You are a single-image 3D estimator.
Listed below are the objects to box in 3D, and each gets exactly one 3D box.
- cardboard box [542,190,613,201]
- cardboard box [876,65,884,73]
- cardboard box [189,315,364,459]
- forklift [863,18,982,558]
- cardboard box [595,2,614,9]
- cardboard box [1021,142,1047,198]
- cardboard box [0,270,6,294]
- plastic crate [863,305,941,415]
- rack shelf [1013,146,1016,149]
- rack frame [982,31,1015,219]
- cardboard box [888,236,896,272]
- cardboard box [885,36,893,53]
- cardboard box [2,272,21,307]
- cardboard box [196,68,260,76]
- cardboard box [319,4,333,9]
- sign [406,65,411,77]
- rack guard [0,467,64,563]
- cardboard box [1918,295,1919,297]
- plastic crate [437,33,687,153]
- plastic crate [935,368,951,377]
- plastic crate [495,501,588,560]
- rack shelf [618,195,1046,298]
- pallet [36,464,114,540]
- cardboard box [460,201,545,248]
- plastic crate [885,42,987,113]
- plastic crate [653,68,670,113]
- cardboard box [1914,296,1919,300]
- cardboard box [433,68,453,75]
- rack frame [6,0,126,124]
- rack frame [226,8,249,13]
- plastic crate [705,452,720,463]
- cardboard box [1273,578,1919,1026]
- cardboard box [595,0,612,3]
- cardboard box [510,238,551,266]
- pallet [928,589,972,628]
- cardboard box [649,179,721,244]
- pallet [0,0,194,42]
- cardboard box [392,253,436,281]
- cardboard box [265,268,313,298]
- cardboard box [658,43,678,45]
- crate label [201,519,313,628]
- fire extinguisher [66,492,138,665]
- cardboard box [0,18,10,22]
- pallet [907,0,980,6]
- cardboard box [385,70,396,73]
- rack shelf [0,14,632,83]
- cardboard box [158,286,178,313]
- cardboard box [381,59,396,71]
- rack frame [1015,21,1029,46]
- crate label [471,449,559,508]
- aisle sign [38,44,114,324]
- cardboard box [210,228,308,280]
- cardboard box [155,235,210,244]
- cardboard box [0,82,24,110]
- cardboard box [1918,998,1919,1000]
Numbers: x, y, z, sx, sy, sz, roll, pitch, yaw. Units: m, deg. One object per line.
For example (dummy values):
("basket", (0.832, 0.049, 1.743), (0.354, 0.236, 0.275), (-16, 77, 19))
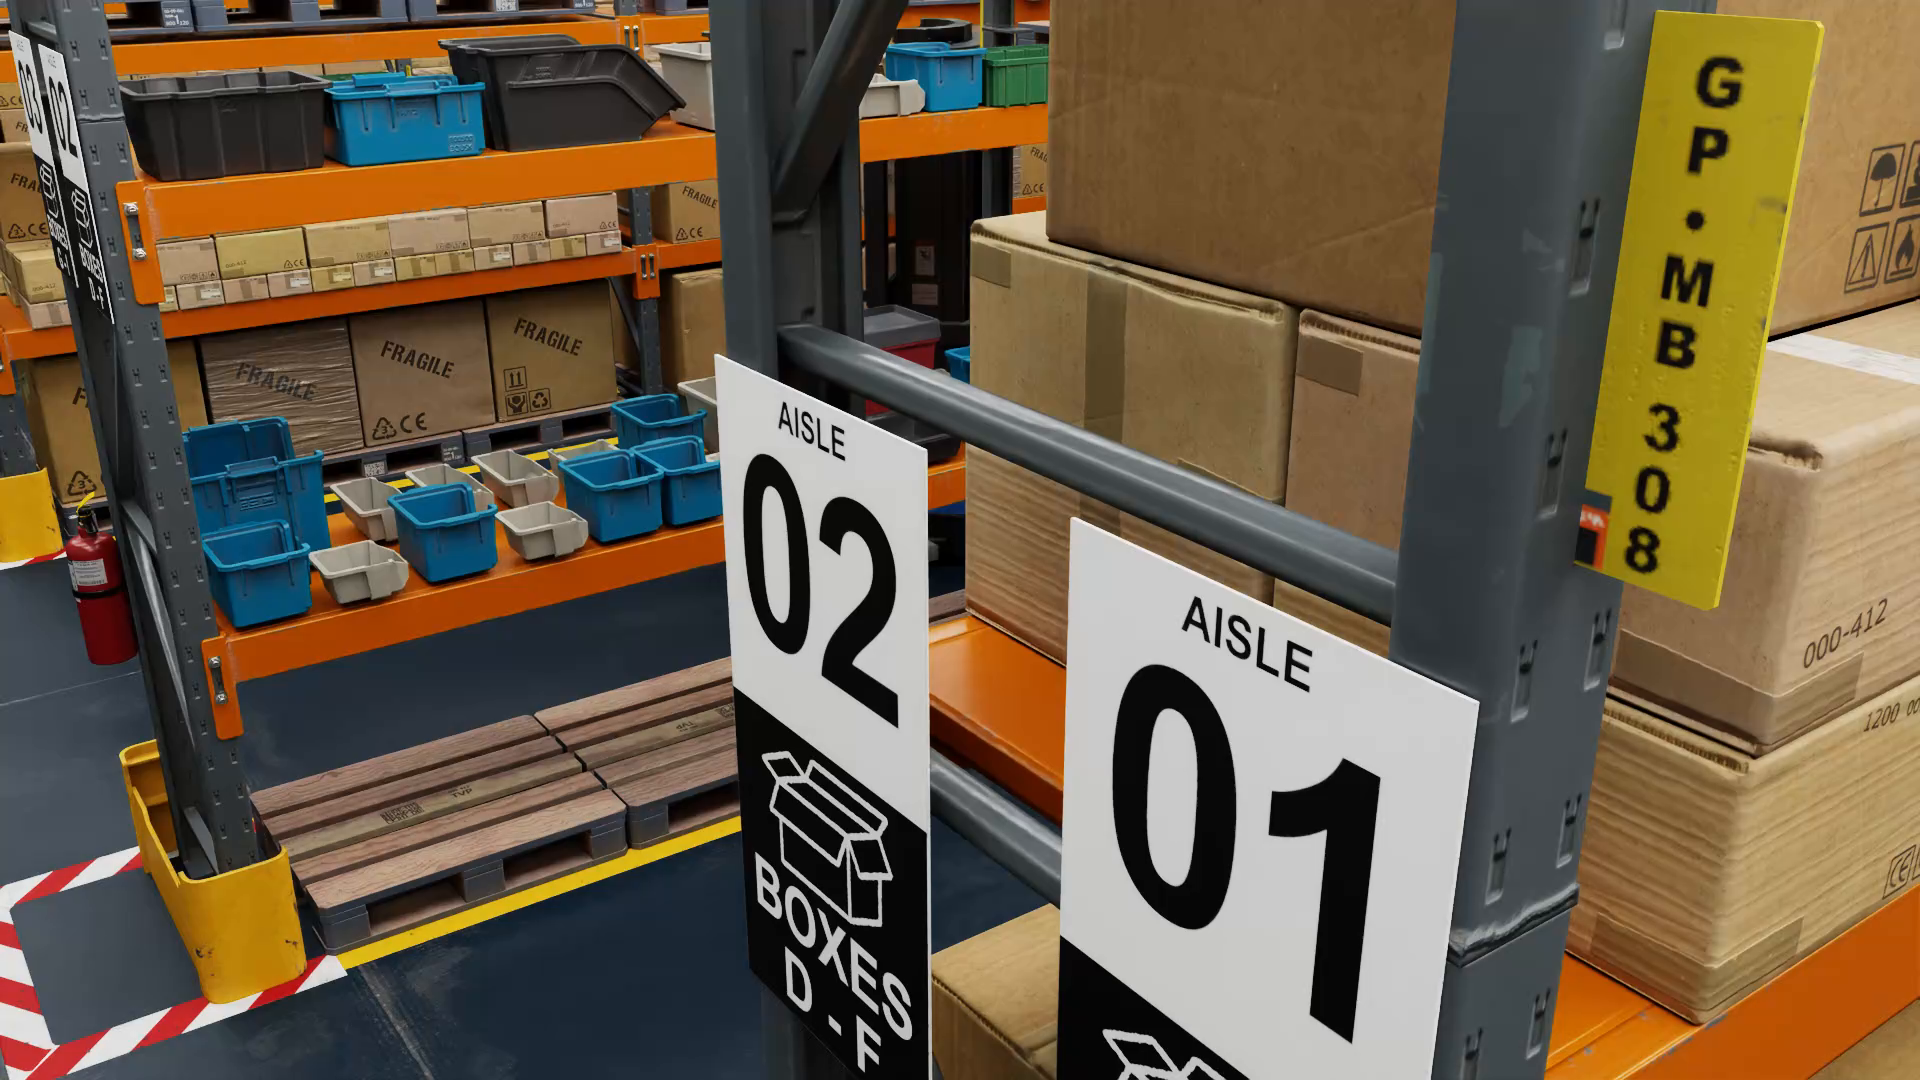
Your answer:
("cardboard box", (-2.664, -2.572, 11.085), (0.500, 0.500, 0.500), (-14, 26, -31))
("cardboard box", (-0.334, -3.420, 12.932), (0.637, 0.503, 0.797), (-14, 26, -32))
("cardboard box", (-4.482, -1.038, 10.750), (0.875, 0.875, 0.875), (-15, 26, -33))
("forklift", (-0.602, -1.453, 9.582), (3.031, 2.935, 1.130), (4, 22, 10))
("cardboard box", (-4.487, -6.590, 21.261), (0.500, 0.500, 0.500), (-16, 27, -34))
("cardboard box", (0.544, -3.066, 13.399), (0.500, 0.500, 0.500), (-14, 26, -31))
("cardboard box", (-7.885, -2.142, 13.695), (0.250, 0.149, 0.380), (-16, 27, -35))
("plastic crate", (-0.426, -0.785, 7.650), (0.583, 0.464, 0.402), (-15, 26, -33))
("rack shelf", (2.069, -2.337, 8.630), (4.000, 0.370, 1.077), (-15, 26, -33))
("rack frame", (0.446, -0.846, 7.968), (0.127, 3.000, 1.000), (-15, 26, -33))
("cardboard box", (-0.500, -2.076, 13.352), (0.875, 0.875, 1.225), (-15, 26, -33))
("cardboard box", (-0.819, -5.542, 18.254), (0.500, 0.500, 0.700), (-15, 26, -34))
("cardboard box", (-5.597, -1.529, 10.020), (0.250, 0.149, 0.380), (-14, 26, -32))
("cardboard box", (-6.326, -4.096, 14.227), (0.500, 0.500, 0.500), (-14, 26, -31))
("cardboard box", (-7.313, -5.955, 19.289), (0.500, 0.500, 0.500), (-15, 26, -33))
("sign", (-4.938, -4.090, 14.931), (0.005, 0.325, 0.100), (-15, 26, -33))
("rack guard", (-5.713, -0.304, 9.983), (0.348, 0.500, 1.175), (-15, 26, -33))
("cardboard box", (0.951, -0.592, 1.800), (0.500, 0.500, 0.700), (-15, 26, -33))
("plastic crate", (-1.401, -1.592, 5.875), (0.767, 0.338, 0.504), (-15, 26, -33))
("plastic crate", (-0.016, -0.693, 7.861), (0.243, 0.136, 0.396), (-15, 26, -33))
("plastic crate", (-1.549, -0.031, 6.201), (0.298, 0.136, 0.250), (-15, 26, -33))
("rack shelf", (-0.823, -2.434, 12.920), (4.000, 0.370, 1.077), (-15, 26, -33))
("pallet", (-5.091, -0.371, 10.542), (1.213, 0.211, 1.003), (-15, 26, -33))
("cardboard box", (-3.071, -2.117, 10.955), (0.500, 0.250, 0.500), (-14, 26, -31))
("plastic crate", (-0.107, -1.868, 6.709), (0.300, 0.233, 0.416), (-15, 26, -33))
("plastic crate", (-1.269, -1.772, 6.599), (0.530, 0.136, 0.437), (-15, 26, -33))
("cardboard box", (1.068, -0.183, 1.789), (0.500, 0.250, 0.500), (-15, 26, -33))
("cardboard box", (-4.832, -4.408, 15.866), (0.250, 0.149, 0.380), (-16, 27, -34))
("rack frame", (-2.801, -2.766, 4.686), (0.127, 3.000, 1.000), (-15, 26, -33))
("rack frame", (-8.235, -5.317, 19.174), (0.127, 3.000, 1.000), (-15, 26, -33))
("plastic crate", (-0.792, -0.284, 6.835), (0.466, 0.136, 0.293), (-15, 26, -33))
("cardboard box", (0.654, 0.153, 1.621), (0.500, 0.250, 0.500), (-15, 26, -33))
("cardboard box", (-4.781, -6.744, 21.648), (0.500, 0.500, 0.500), (-16, 27, -34))
("cardboard box", (-2.920, -1.943, 11.057), (0.250, 0.149, 0.380), (-15, 26, -34))
("pallet", (-0.129, 0.620, 8.057), (1.213, 0.211, 1.003), (-15, 26, -33))
("cardboard box", (-1.928, -2.406, 11.745), (0.500, 0.500, 0.500), (-15, 26, -33))
("pallet", (-5.098, -2.986, 9.403), (1.213, 0.211, 1.003), (-15, 26, -33))
("cardboard box", (-3.546, -1.776, 10.639), (0.250, 0.149, 0.380), (-15, 26, -34))
("cardboard box", (-4.171, -1.610, 10.222), (0.250, 0.149, 0.380), (-15, 26, -33))
("cardboard box", (-3.882, -6.425, 21.724), (0.250, 0.149, 0.380), (-15, 26, -33))
("crate label", (-2.409, 0.116, 5.704), (0.303, 0.233, 0.416), (-15, 26, -33))
("fire extinguisher", (-3.189, 0.125, 6.143), (0.183, 0.674, 0.296), (-15, 26, -33))
("cardboard box", (-10.097, -5.208, 17.416), (0.500, 0.500, 0.500), (-15, 26, -33))
("pallet", (-0.598, -4.109, 12.353), (1.213, 0.211, 1.003), (-14, 25, -30))
("cardboard box", (-6.879, -5.482, 19.789), (0.500, 0.250, 0.500), (-15, 26, -33))
("rack shelf", (-4.070, -2.962, 10.195), (4.000, 0.370, 1.077), (-15, 26, -33))
("cardboard box", (-4.798, -1.442, 9.802), (0.250, 0.149, 0.380), (-16, 27, -34))
("cardboard box", (-6.881, -5.712, 19.693), (0.500, 0.250, 0.500), (-15, 26, -32))
("rack frame", (0.800, -3.201, 13.872), (0.127, 3.000, 1.000), (-15, 26, -33))
("crate label", (-1.790, -0.242, 6.731), (0.243, 0.136, 0.396), (-15, 26, -33))
("aisle sign", (-2.686, -1.082, 5.054), (0.004, 0.787, 0.394), (-15, 26, -33))
("cardboard box", (-4.319, -1.783, 10.119), (0.500, 0.250, 0.500), (-16, 27, -35))
("cardboard box", (-4.741, -2.017, 9.694), (0.500, 0.500, 0.500), (-16, 27, -34))
("cardboard box", (-7.583, -3.761, 13.390), (0.500, 0.500, 0.500), (-14, 26, -31))
("cardboard box", (1.432, 0.761, 2.457), (0.500, 0.500, 0.500), (-15, 26, -32))
